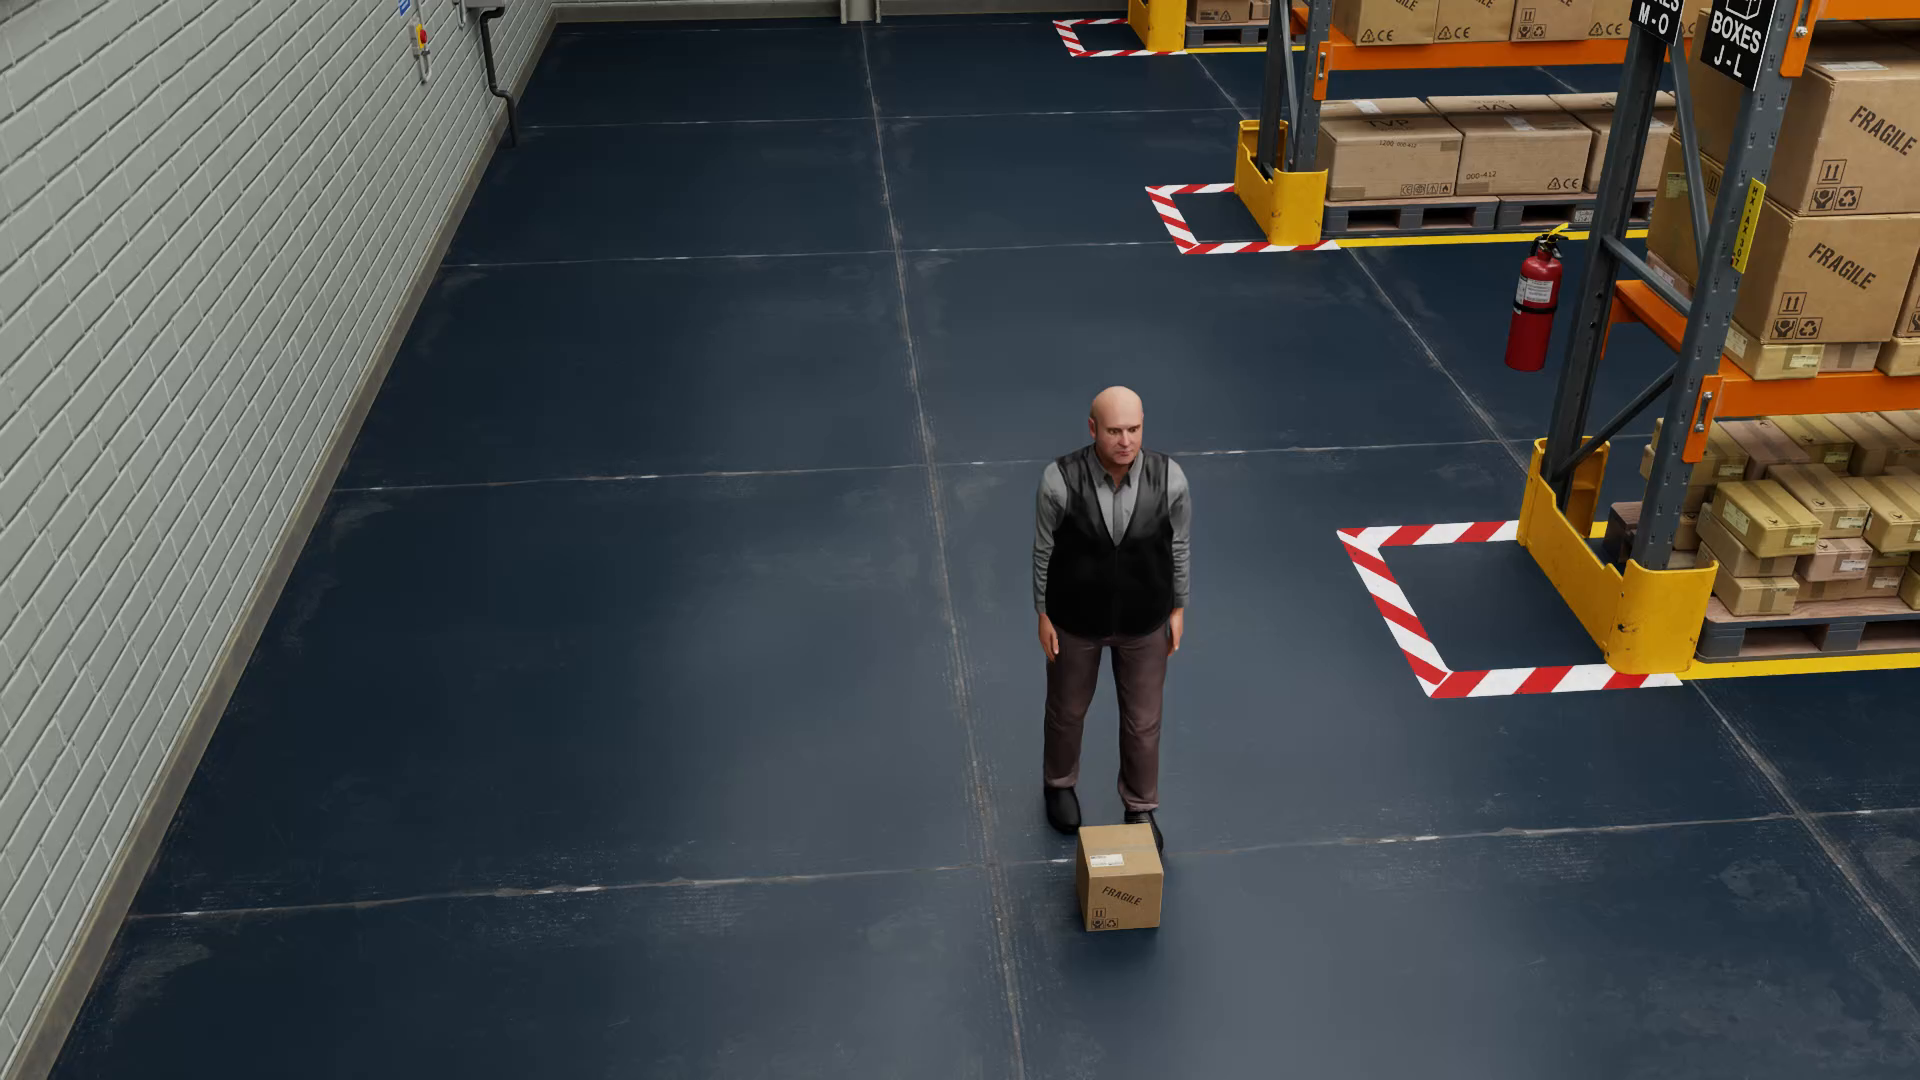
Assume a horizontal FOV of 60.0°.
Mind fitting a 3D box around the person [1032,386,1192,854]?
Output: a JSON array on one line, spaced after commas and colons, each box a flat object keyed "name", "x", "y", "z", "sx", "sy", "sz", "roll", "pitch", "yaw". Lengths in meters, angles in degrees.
[{"name": "person", "x": 0.518, "y": 0.294, "z": 5.667, "sx": 0.540, "sy": 1.724, "sz": 0.496, "roll": -2, "pitch": 31, "yaw": -4}]
